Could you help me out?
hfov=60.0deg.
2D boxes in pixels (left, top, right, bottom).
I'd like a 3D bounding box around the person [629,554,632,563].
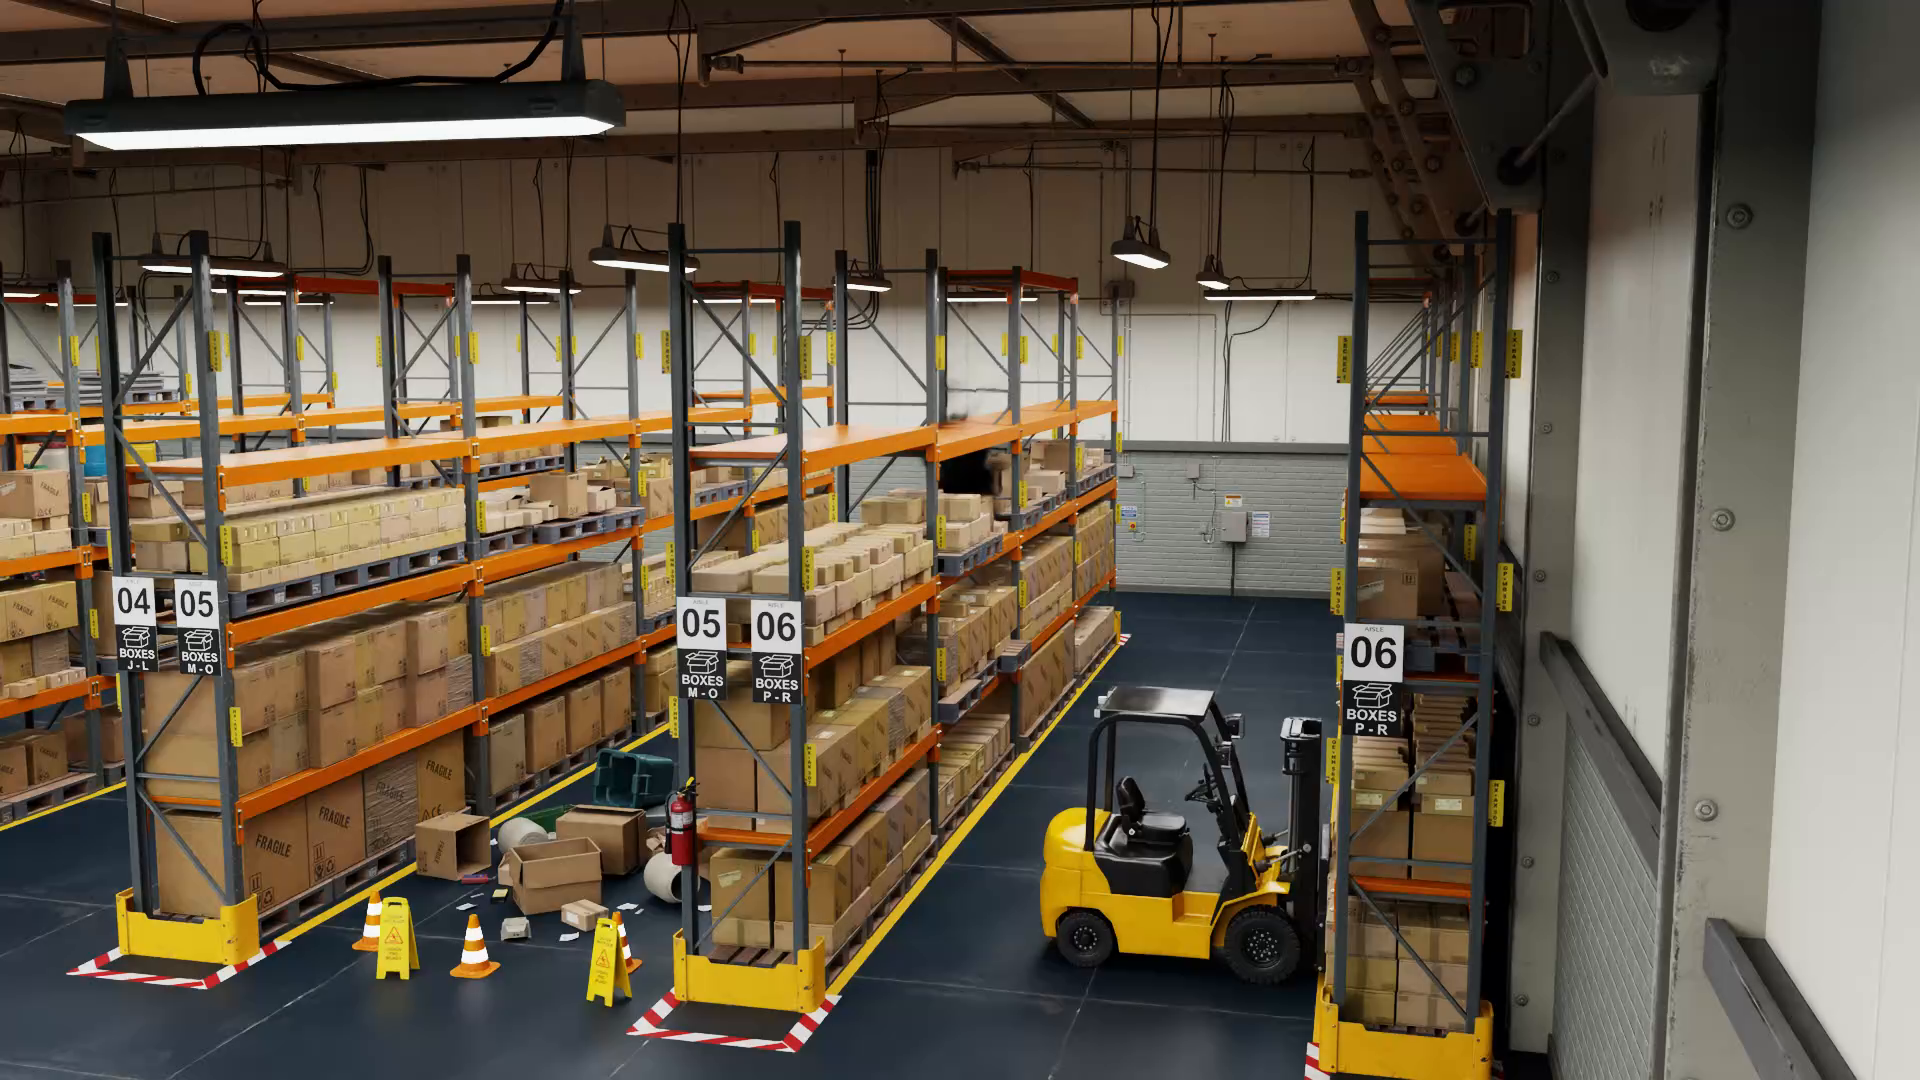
[{"bbox_3d":[-5.118,1.083,26.447,0.719,1.776,0.921,1,7,12],"label":"person"}]
